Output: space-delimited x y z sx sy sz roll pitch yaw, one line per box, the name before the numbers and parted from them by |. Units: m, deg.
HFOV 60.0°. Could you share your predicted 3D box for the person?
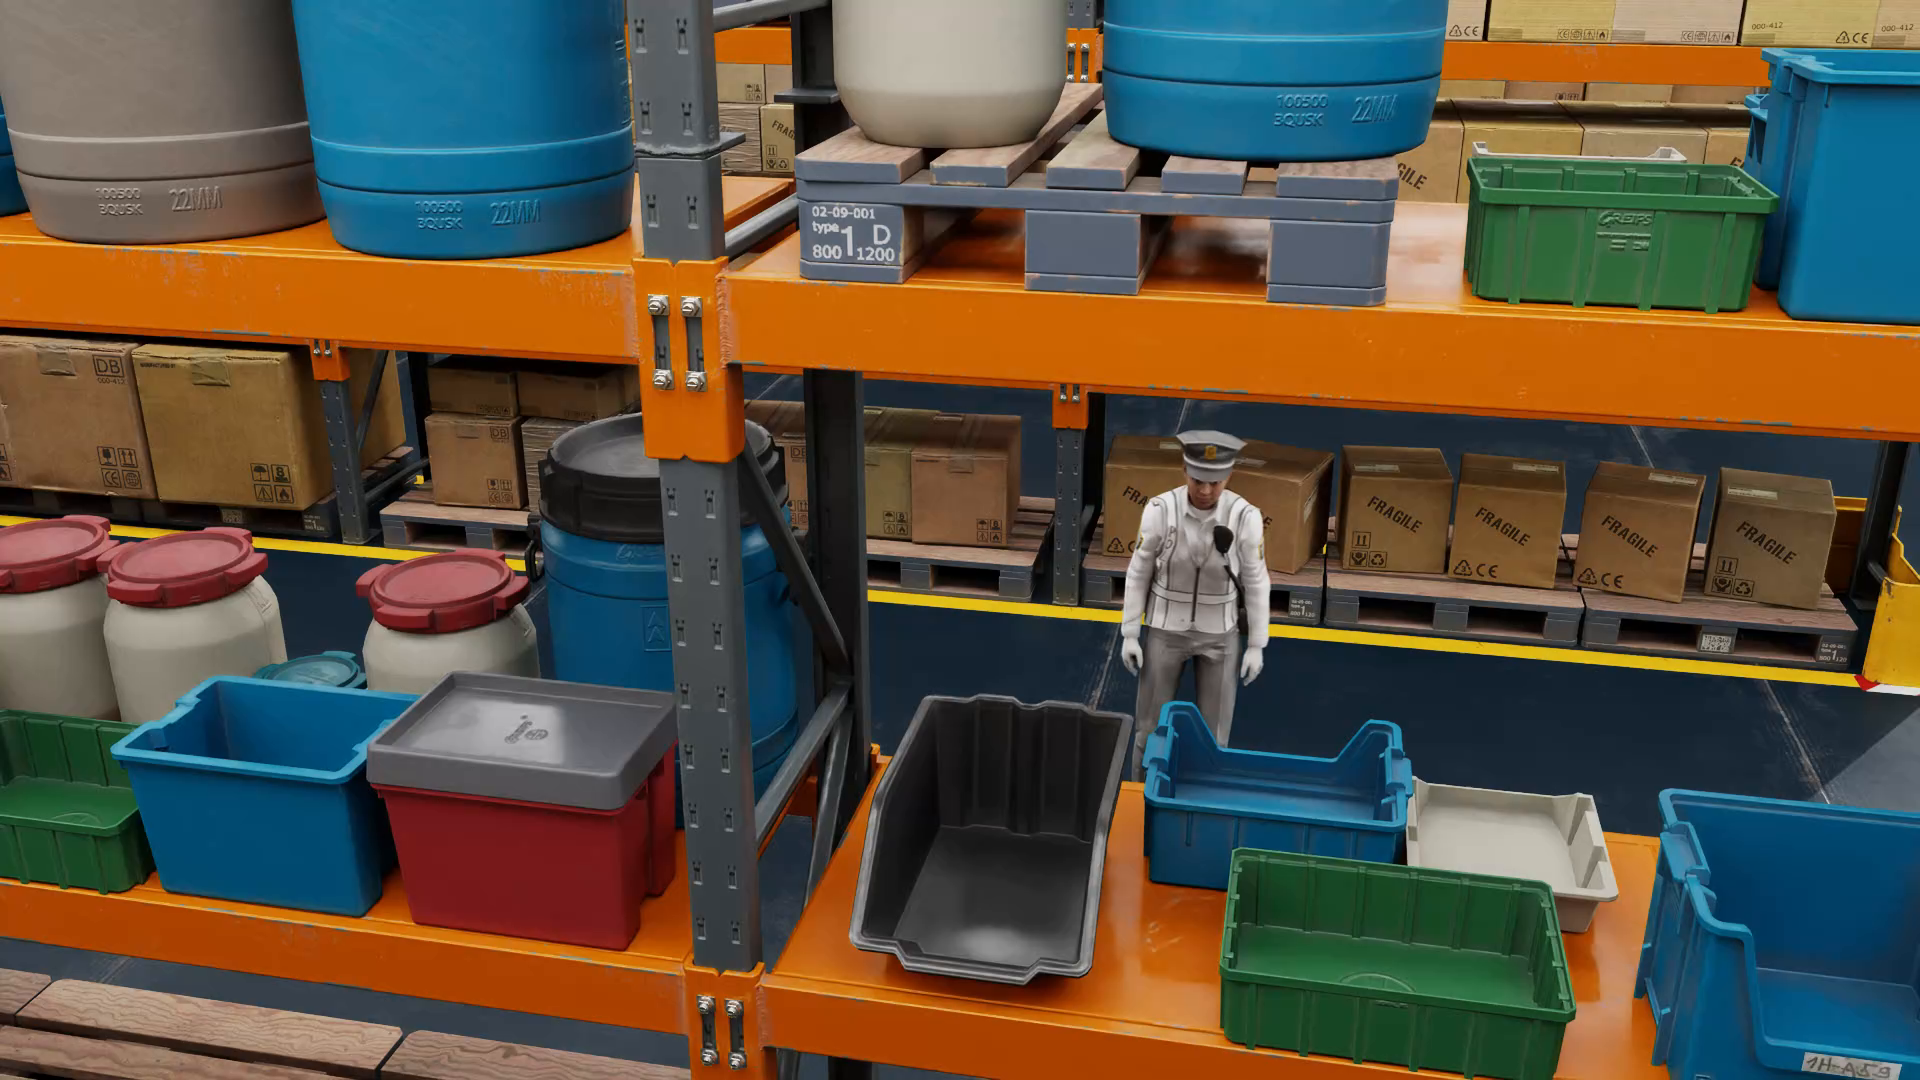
person | 0.860 0.383 6.120 0.538 1.663 0.405 4 22 10
